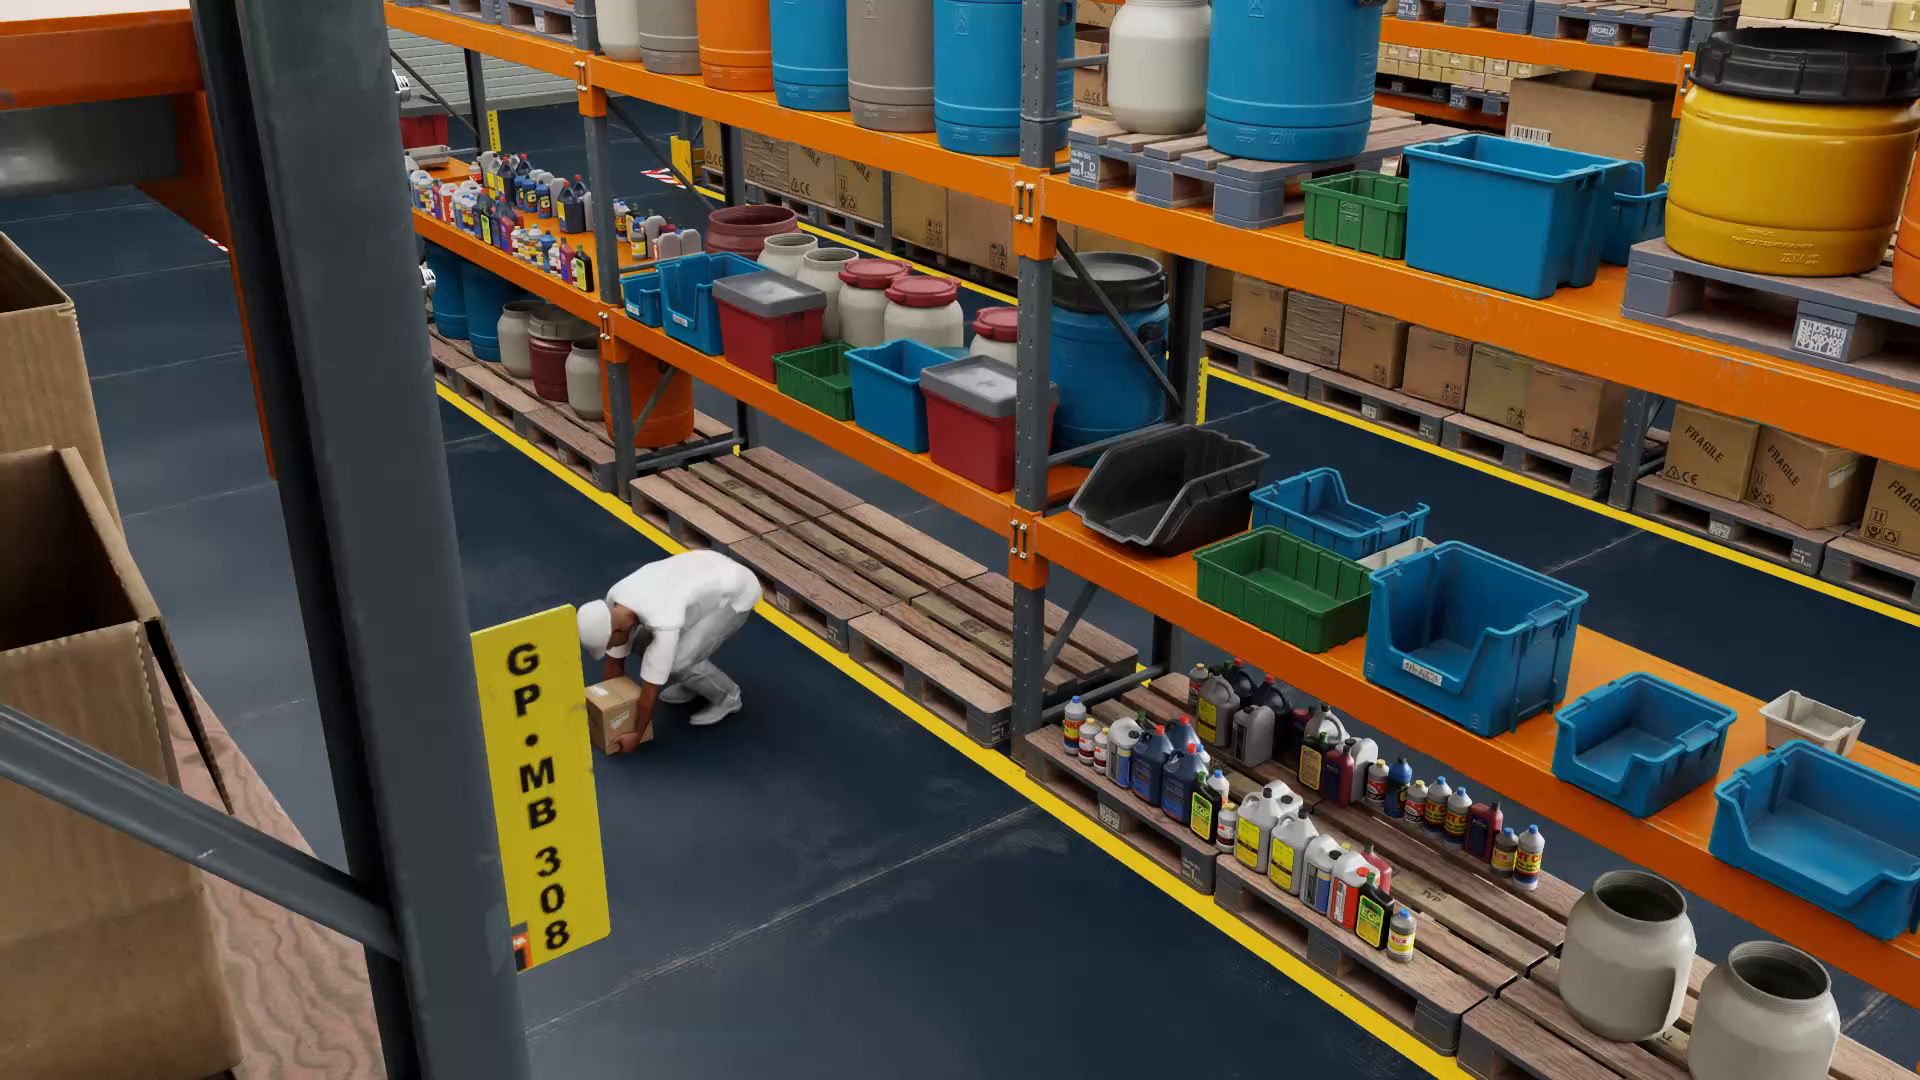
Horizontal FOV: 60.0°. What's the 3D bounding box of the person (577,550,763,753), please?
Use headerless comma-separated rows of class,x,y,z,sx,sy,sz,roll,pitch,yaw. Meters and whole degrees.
person,-1.416,0.519,8.097,0.980,0.843,0.518,-19,31,-36
